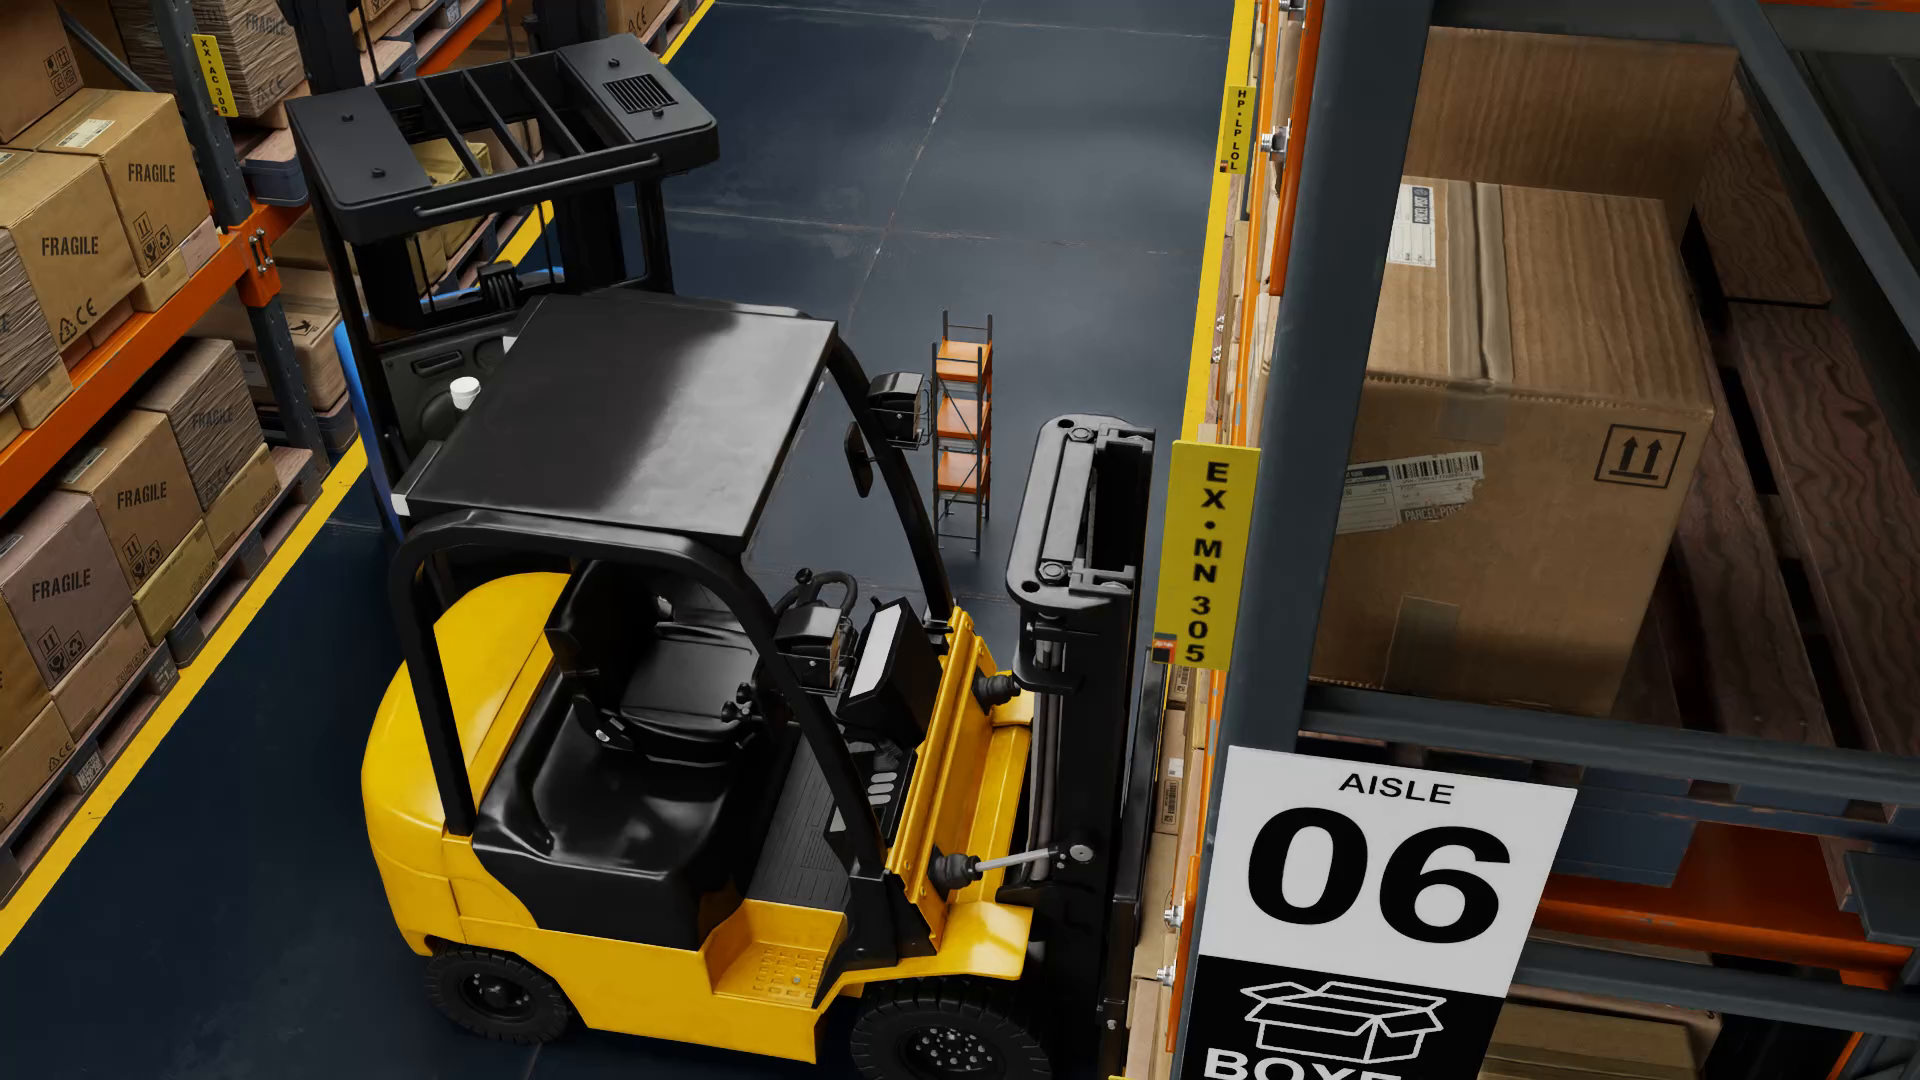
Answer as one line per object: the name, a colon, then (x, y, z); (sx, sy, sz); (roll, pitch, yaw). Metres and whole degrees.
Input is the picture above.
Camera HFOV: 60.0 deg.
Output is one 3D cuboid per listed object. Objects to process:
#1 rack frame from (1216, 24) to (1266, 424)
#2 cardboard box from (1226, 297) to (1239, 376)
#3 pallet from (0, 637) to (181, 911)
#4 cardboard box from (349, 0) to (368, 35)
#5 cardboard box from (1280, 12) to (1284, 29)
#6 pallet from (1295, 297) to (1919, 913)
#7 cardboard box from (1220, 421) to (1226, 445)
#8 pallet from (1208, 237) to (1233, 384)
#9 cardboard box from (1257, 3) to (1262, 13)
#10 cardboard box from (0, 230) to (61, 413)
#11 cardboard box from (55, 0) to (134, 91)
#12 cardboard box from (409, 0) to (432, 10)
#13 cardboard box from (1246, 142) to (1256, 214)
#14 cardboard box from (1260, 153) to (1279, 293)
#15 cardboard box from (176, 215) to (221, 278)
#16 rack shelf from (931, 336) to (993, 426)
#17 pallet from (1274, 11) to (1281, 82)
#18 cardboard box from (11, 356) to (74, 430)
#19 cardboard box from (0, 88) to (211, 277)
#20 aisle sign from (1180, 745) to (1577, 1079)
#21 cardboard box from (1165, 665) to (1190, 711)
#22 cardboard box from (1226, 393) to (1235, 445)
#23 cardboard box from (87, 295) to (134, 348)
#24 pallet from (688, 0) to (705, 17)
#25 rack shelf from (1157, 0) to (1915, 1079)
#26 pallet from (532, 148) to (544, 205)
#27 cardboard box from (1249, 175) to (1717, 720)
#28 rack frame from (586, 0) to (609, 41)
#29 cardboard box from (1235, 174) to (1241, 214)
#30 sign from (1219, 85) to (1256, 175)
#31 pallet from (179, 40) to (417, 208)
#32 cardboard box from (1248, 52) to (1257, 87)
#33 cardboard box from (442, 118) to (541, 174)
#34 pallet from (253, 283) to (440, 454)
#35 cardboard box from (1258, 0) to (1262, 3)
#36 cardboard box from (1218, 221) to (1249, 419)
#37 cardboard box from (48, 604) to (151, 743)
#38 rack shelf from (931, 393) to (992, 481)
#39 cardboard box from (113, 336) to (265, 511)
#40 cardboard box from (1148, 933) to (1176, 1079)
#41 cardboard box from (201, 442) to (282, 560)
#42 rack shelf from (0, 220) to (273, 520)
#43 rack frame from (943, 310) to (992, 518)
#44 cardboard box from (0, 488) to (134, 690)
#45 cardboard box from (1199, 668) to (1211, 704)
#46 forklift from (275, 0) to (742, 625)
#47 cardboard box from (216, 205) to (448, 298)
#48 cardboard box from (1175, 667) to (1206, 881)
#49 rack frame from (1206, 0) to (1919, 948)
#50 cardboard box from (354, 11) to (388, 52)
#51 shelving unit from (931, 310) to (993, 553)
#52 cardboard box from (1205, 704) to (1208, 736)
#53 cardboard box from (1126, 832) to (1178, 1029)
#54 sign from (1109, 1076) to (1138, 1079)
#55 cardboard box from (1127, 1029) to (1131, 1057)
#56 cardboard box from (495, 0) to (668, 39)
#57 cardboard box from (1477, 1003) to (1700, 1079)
rack frame: (1.502, -0.950, 6.045); (1.000, 3.000, 0.127); (6, 40, 8)
cardboard box: (1.011, -0.592, 5.024); (0.380, 0.149, 0.250); (7, 40, 9)
pallet: (-3.678, 0.773, 6.150); (1.003, 0.211, 1.213); (6, 40, 8)
cardboard box: (-2.938, -2.387, 7.142); (0.500, 0.500, 0.500); (7, 40, 8)
cardboard box: (0.946, -1.357, 3.881); (0.396, 0.266, 0.258); (6, 40, 7)
pallet: (0.957, -0.003, 2.615); (1.003, 0.211, 1.213); (6, 40, 8)
cardboard box: (1.007, -0.093, 4.930); (0.500, 0.500, 0.500); (6, 40, 7)
pallet: (1.800, -1.110, 8.427); (1.003, 0.211, 1.213); (6, 40, 8)
cardboard box: (1.680, -2.704, 7.891); (0.500, 0.250, 0.500); (5, 40, 7)
cardboard box: (-3.387, -0.692, 5.421); (0.500, 0.500, 0.500); (7, 40, 9)
cardboard box: (-3.534, -2.126, 6.825); (0.500, 0.500, 0.500); (6, 40, 7)
cardboard box: (-2.728, -2.687, 8.014); (0.380, 0.149, 0.250); (8, 40, 9)
cardboard box: (1.154, -1.186, 5.510); (0.380, 0.149, 0.250); (7, 40, 9)
cardboard box: (0.698, -0.457, 2.793); (0.396, 0.266, 0.258); (6, 40, 8)
cardboard box: (-3.143, -1.163, 6.500); (0.380, 0.149, 0.250); (6, 40, 7)
rack shelf: (0.009, -0.649, 6.782); (0.215, 0.259, 0.240); (6, 40, 8)
pallet: (1.380, -1.534, 4.467); (1.003, 0.211, 1.213); (6, 40, 8)
cardboard box: (-3.316, -0.525, 5.728); (0.380, 0.149, 0.250); (6, 40, 7)
cardboard box: (-3.220, -1.342, 6.208); (0.500, 0.500, 0.500); (5, 40, 7)
aisle sign: (0.509, 0.567, 2.170); (0.394, 0.787, 0.004); (6, 40, 8)
cardboard box: (0.936, 0.464, 5.378); (0.500, 0.250, 0.500); (8, 40, 9)
cardboard box: (0.938, -0.268, 4.632); (0.380, 0.149, 0.250); (5, 40, 6)
cardboard box: (-3.301, -0.851, 6.122); (0.380, 0.149, 0.250); (7, 40, 8)
pallet: (-2.271, -4.181, 12.141); (1.003, 0.211, 1.213); (6, 40, 8)
rack shelf: (1.156, -0.574, 3.801); (1.077, 0.370, 4.000); (6, 40, 8)
pallet: (-2.832, -2.441, 10.037); (1.003, 0.211, 1.213); (6, 40, 8)
cardboard box: (0.646, -0.140, 2.224); (0.500, 0.500, 0.500); (8, 40, 9)
rack frame: (-2.695, -4.006, 9.741); (1.000, 3.000, 0.127); (6, 40, 8)
cardboard box: (1.413, -1.554, 6.893); (0.500, 0.250, 0.500); (6, 40, 7)
sign: (0.966, -1.420, 5.767); (0.100, 0.325, 0.005); (6, 40, 8)
pallet: (-3.112, -1.885, 7.327); (1.003, 0.211, 1.213); (6, 40, 8)
cardboard box: (1.417, -1.745, 6.732); (0.500, 0.250, 0.500); (5, 40, 7)
cardboard box: (-2.923, -2.337, 9.456); (0.950, 0.372, 0.625); (6, 40, 7)
pallet: (-3.254, -0.909, 8.184); (1.003, 0.211, 1.213); (6, 40, 8)
cardboard box: (1.504, -2.458, 7.281); (0.380, 0.149, 0.250); (5, 40, 6)
cardboard box: (1.168, -0.739, 5.712); (0.500, 0.500, 0.500); (5, 40, 6)
cardboard box: (-3.400, 0.457, 6.171); (0.500, 0.250, 0.500); (7, 40, 8)
rack shelf: (0.009, -0.430, 6.963); (0.215, 0.259, 0.240); (6, 40, 8)
cardboard box: (-3.226, -0.486, 6.723); (0.500, 0.500, 0.500); (6, 40, 7)
cardboard box: (0.636, 1.184, 3.386); (0.500, 0.500, 0.500); (6, 40, 7)
cardboard box: (-3.225, -0.197, 6.962); (0.500, 0.250, 0.500); (8, 40, 10)
rack shelf: (-3.734, 0.037, 5.416); (1.077, 0.370, 4.000); (6, 40, 8)
rack frame: (0.030, -0.515, 7.049); (0.200, 1.050, 0.008); (6, 40, 8)
cardboard box: (-3.399, 0.154, 5.949); (0.500, 0.500, 0.500); (8, 40, 10)
cardboard box: (0.747, 0.260, 3.761); (0.380, 0.149, 0.250); (7, 40, 9)
forklift: (-1.380, -0.499, 5.553); (1.130, 2.935, 3.031); (-19, 43, -21)
cardboard box: (-3.178, -1.426, 8.353); (0.950, 0.372, 0.625); (9, 40, 10)
cardboard box: (0.823, 0.537, 4.168); (0.500, 0.500, 0.500); (6, 40, 7)
rack frame: (0.810, -0.752, 1.098); (1.000, 3.000, 0.127); (6, 40, 8)
cardboard box: (-2.869, -2.371, 7.632); (0.380, 0.149, 0.250); (7, 40, 8)
shelving unit: (0.009, -0.438, 6.956); (0.215, 1.050, 0.252); (6, 40, 8)
cardboard box: (0.768, 0.376, 3.854); (0.380, 0.149, 0.250); (5, 40, 6)
cardboard box: (0.742, 1.110, 4.597); (0.500, 0.250, 0.500); (7, 40, 8)
sign: (0.278, 0.954, 2.648); (0.100, 0.325, 0.005); (6, 40, 8)
cardboard box: (0.752, 1.285, 4.777); (0.500, 0.250, 0.500); (6, 40, 7)
cardboard box: (-2.494, -3.773, 10.797); (0.875, 0.875, 0.875); (6, 40, 7)
cardboard box: (1.078, 0.970, 2.902); (0.380, 0.149, 0.250); (6, 40, 7)
